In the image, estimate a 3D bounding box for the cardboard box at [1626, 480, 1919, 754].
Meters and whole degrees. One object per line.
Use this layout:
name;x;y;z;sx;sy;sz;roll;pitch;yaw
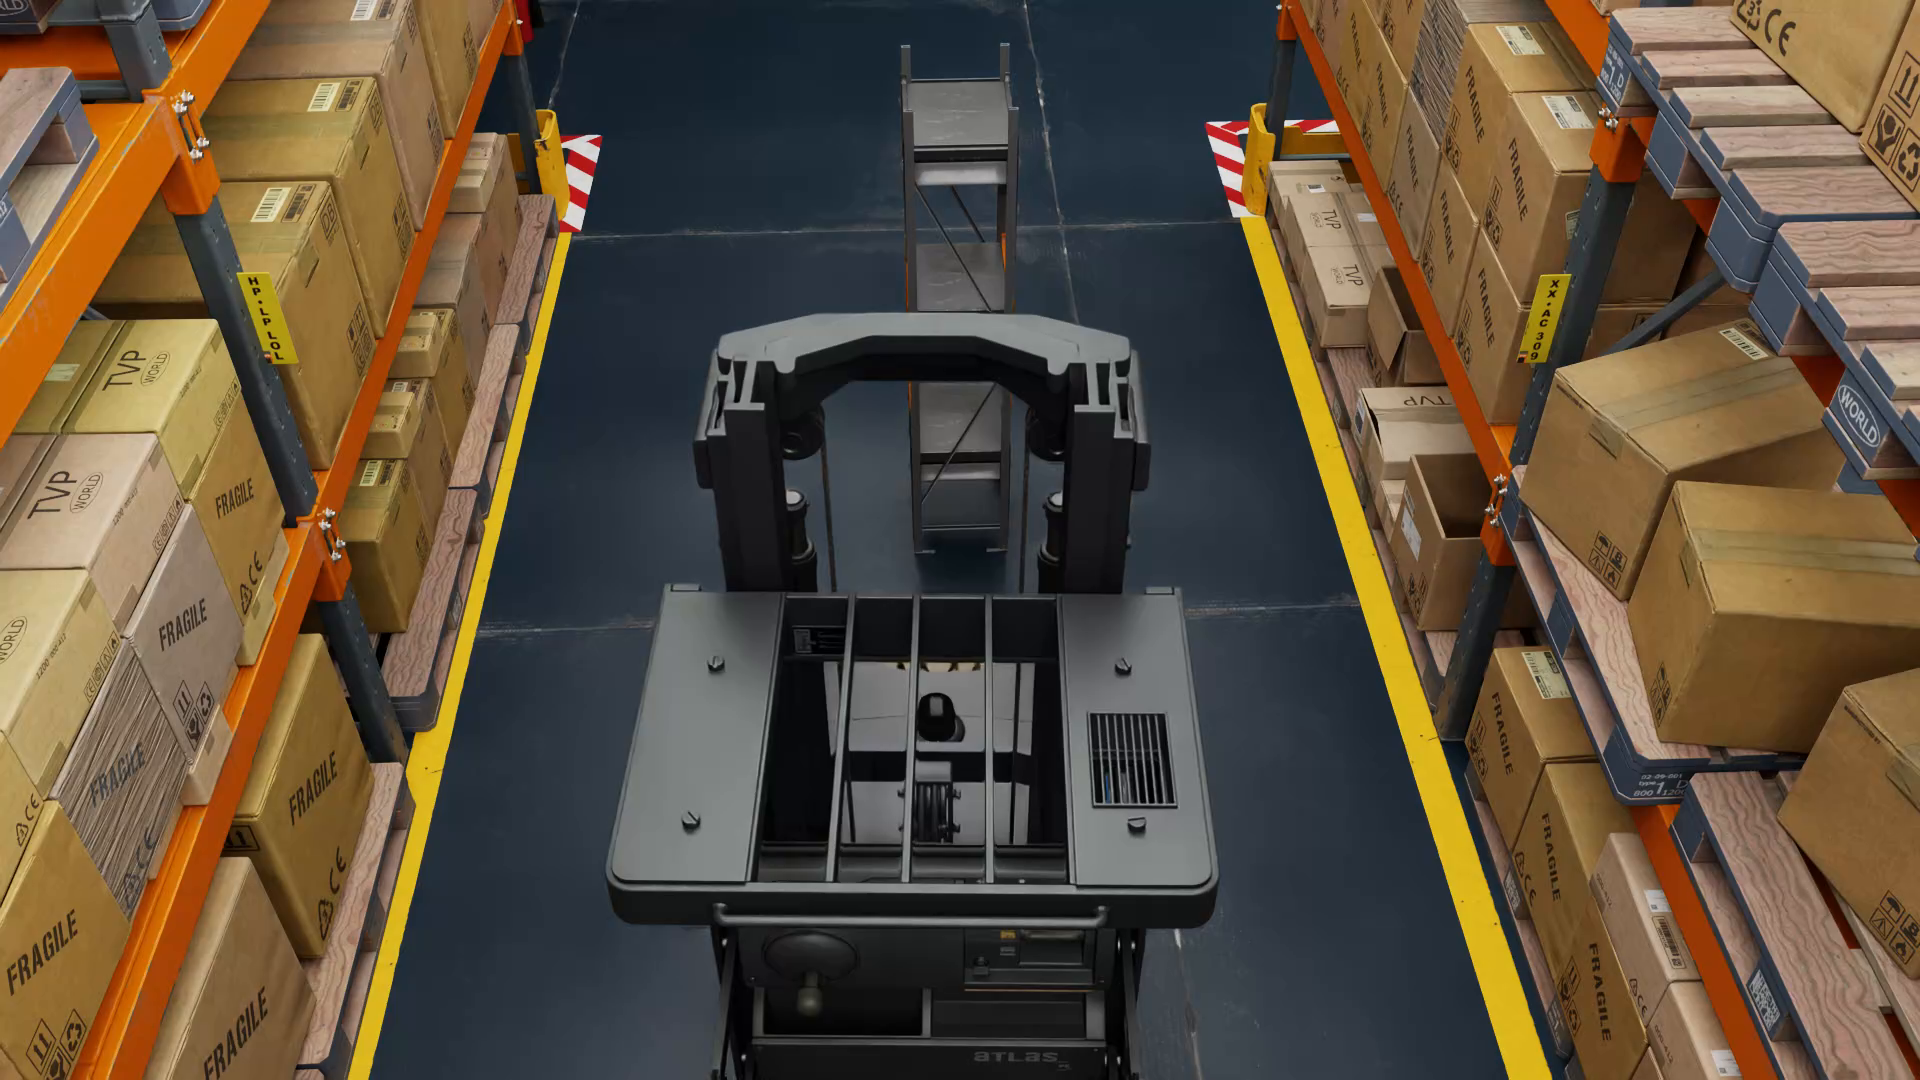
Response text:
cardboard box;2.235;0.215;4.411;0.700;0.500;0.500;5;43;5

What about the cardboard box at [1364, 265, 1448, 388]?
cardboard box;2.261;-0.892;7.525;0.797;0.503;0.637;-2;43;-2

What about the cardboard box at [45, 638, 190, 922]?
cardboard box;-2.288;0.597;4.070;0.500;0.500;0.500;-2;43;-2

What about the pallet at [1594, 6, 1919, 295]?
pallet;2.303;-0.976;4.014;1.213;0.211;1.003;-2;43;-2

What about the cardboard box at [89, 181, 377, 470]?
cardboard box;-2.610;-0.715;5.588;0.980;0.700;0.700;-1;43;-1

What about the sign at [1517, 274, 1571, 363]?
sign;1.804;-0.680;5.132;0.100;0.325;0.005;-2;43;-2

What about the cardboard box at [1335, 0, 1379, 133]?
cardboard box;1.977;-2.125;7.274;0.500;0.500;0.500;-2;43;-2

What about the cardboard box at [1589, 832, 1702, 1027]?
cardboard box;2.165;1.109;4.789;0.500;0.250;0.500;-2;43;-2

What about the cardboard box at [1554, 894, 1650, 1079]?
cardboard box;2.170;1.408;5.018;0.500;0.500;0.500;-1;43;-1

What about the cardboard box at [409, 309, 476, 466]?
cardboard box;-2.570;-0.664;7.294;0.700;0.500;0.500;-1;43;-1

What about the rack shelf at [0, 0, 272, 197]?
rack shelf;-2.688;-2.428;5.992;1.077;0.370;4.000;-2;43;-2

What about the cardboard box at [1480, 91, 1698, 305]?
cardboard box;2.065;-1.121;5.440;0.500;0.500;0.500;-1;43;-2

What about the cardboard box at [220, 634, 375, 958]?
cardboard box;-2.446;0.835;5.399;0.750;0.750;0.750;-1;43;-1

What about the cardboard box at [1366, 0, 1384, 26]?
cardboard box;1.977;-2.490;6.933;0.500;0.500;0.500;-1;43;-1

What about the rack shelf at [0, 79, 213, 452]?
rack shelf;-2.519;0.272;3.046;1.077;0.370;4.000;-2;43;-2

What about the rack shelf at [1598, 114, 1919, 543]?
rack shelf;2.430;0.128;3.203;1.077;0.370;4.000;-2;43;-2

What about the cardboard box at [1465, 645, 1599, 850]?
cardboard box;2.123;0.711;5.779;0.500;0.500;0.500;-3;43;-4

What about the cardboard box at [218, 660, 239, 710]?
cardboard box;-2.306;0.414;4.750;0.380;0.149;0.250;0;43;0

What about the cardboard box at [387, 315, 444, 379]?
cardboard box;-2.387;-0.806;6.969;0.380;0.149;0.250;-3;43;-3

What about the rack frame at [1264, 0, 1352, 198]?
rack frame;2.176;-3.082;8.393;1.000;3.000;0.127;-2;43;-2

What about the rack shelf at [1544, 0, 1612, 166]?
rack shelf;2.261;-2.573;6.149;1.077;0.370;4.000;-2;43;-2

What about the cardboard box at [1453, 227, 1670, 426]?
cardboard box;2.068;-0.749;5.773;0.500;0.500;0.500;-1;43;-1

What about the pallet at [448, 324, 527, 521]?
pallet;-2.612;-0.551;7.695;1.003;0.211;1.213;-2;43;-2

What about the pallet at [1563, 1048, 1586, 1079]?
pallet;2.473;2.020;4.891;1.003;0.211;1.213;-2;43;-2

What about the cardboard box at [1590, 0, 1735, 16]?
cardboard box;2.059;-1.753;4.834;0.500;0.250;0.500;-2;43;-2

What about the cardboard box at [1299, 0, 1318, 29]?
cardboard box;1.931;-2.812;8.024;0.500;0.500;0.500;-1;43;-1

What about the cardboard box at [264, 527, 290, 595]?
cardboard box;-2.306;0.068;5.127;0.380;0.149;0.250;-1;43;-1

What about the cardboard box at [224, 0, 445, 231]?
cardboard box;-2.677;-1.699;6.661;0.980;0.700;0.700;-4;43;-4

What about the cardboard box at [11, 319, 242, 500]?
cardboard box;-2.328;-0.360;4.559;0.500;0.250;0.500;-1;43;-1

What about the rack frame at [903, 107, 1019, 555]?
rack frame;0.003;-0.721;6.483;0.400;2.100;0.015;-2;43;-2

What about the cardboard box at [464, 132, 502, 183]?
cardboard box;-2.456;-1.859;8.117;0.380;0.149;0.250;-2;43;-2

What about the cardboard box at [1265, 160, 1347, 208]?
cardboard box;1.850;-1.901;8.888;0.380;0.149;0.250;-2;43;-2

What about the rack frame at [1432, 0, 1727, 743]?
rack frame;2.346;-0.382;5.447;1.000;3.000;0.127;-2;43;-2

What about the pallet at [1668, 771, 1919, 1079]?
pallet;2.428;1.076;3.998;1.003;0.211;1.213;-2;43;-2

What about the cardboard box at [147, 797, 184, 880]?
cardboard box;-2.292;0.757;4.375;0.380;0.149;0.250;-2;43;-2

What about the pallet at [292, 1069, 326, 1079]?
pallet;-2.441;2.135;4.765;1.003;0.211;1.213;-2;43;-2

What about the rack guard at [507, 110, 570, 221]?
rack guard;-2.774;-2.032;9.097;1.175;0.500;0.348;-2;43;-2

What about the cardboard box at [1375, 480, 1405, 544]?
cardboard box;1.962;-0.121;6.947;0.380;0.149;0.250;-2;43;-2

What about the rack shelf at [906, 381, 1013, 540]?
rack shelf;-0.007;-0.360;7.145;0.431;0.518;0.480;-2;43;-2

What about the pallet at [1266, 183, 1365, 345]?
pallet;2.214;-1.465;8.692;1.003;0.211;1.213;-2;43;-2

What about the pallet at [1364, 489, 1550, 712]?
pallet;2.317;0.182;6.895;1.003;0.211;1.213;-2;43;-2

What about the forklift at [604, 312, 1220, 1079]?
forklift;-0.081;1.057;3.927;1.130;2.935;3.031;0;43;0

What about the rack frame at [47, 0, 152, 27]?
rack frame;-2.604;-2.449;3.262;1.000;3.000;0.127;-2;43;-2

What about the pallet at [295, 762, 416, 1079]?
pallet;-2.495;1.309;5.665;1.003;0.211;1.213;-2;43;-2

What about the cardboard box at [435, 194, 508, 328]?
cardboard box;-2.622;-1.364;8.057;0.700;0.500;0.500;-2;43;-2

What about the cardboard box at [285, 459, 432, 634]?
cardboard box;-2.533;0.022;6.546;0.700;0.500;0.500;-1;43;-1

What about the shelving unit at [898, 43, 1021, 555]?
shelving unit;-0.007;-0.886;6.662;0.431;2.100;0.503;-2;43;-2

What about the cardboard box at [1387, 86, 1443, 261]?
cardboard box;2.021;-1.444;6.531;0.500;0.500;0.500;-1;43;-1

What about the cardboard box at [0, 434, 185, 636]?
cardboard box;-2.316;-0.014;4.182;0.500;0.250;0.500;-1;43;-1

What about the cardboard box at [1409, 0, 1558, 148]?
cardboard box;2.020;-1.807;6.188;0.500;0.500;0.500;-1;43;-1

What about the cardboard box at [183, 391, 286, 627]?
cardboard box;-2.332;-0.087;4.816;0.500;0.500;0.500;-2;43;-2

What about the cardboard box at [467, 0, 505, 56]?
cardboard box;-2.742;-2.704;7.758;0.980;0.700;0.700;0;43;0

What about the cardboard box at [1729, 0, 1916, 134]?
cardboard box;2.293;-1.374;3.851;0.600;0.600;0.600;-5;43;-6

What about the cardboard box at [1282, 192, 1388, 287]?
cardboard box;1.937;-1.518;8.396;0.500;0.250;0.500;-2;43;-2
